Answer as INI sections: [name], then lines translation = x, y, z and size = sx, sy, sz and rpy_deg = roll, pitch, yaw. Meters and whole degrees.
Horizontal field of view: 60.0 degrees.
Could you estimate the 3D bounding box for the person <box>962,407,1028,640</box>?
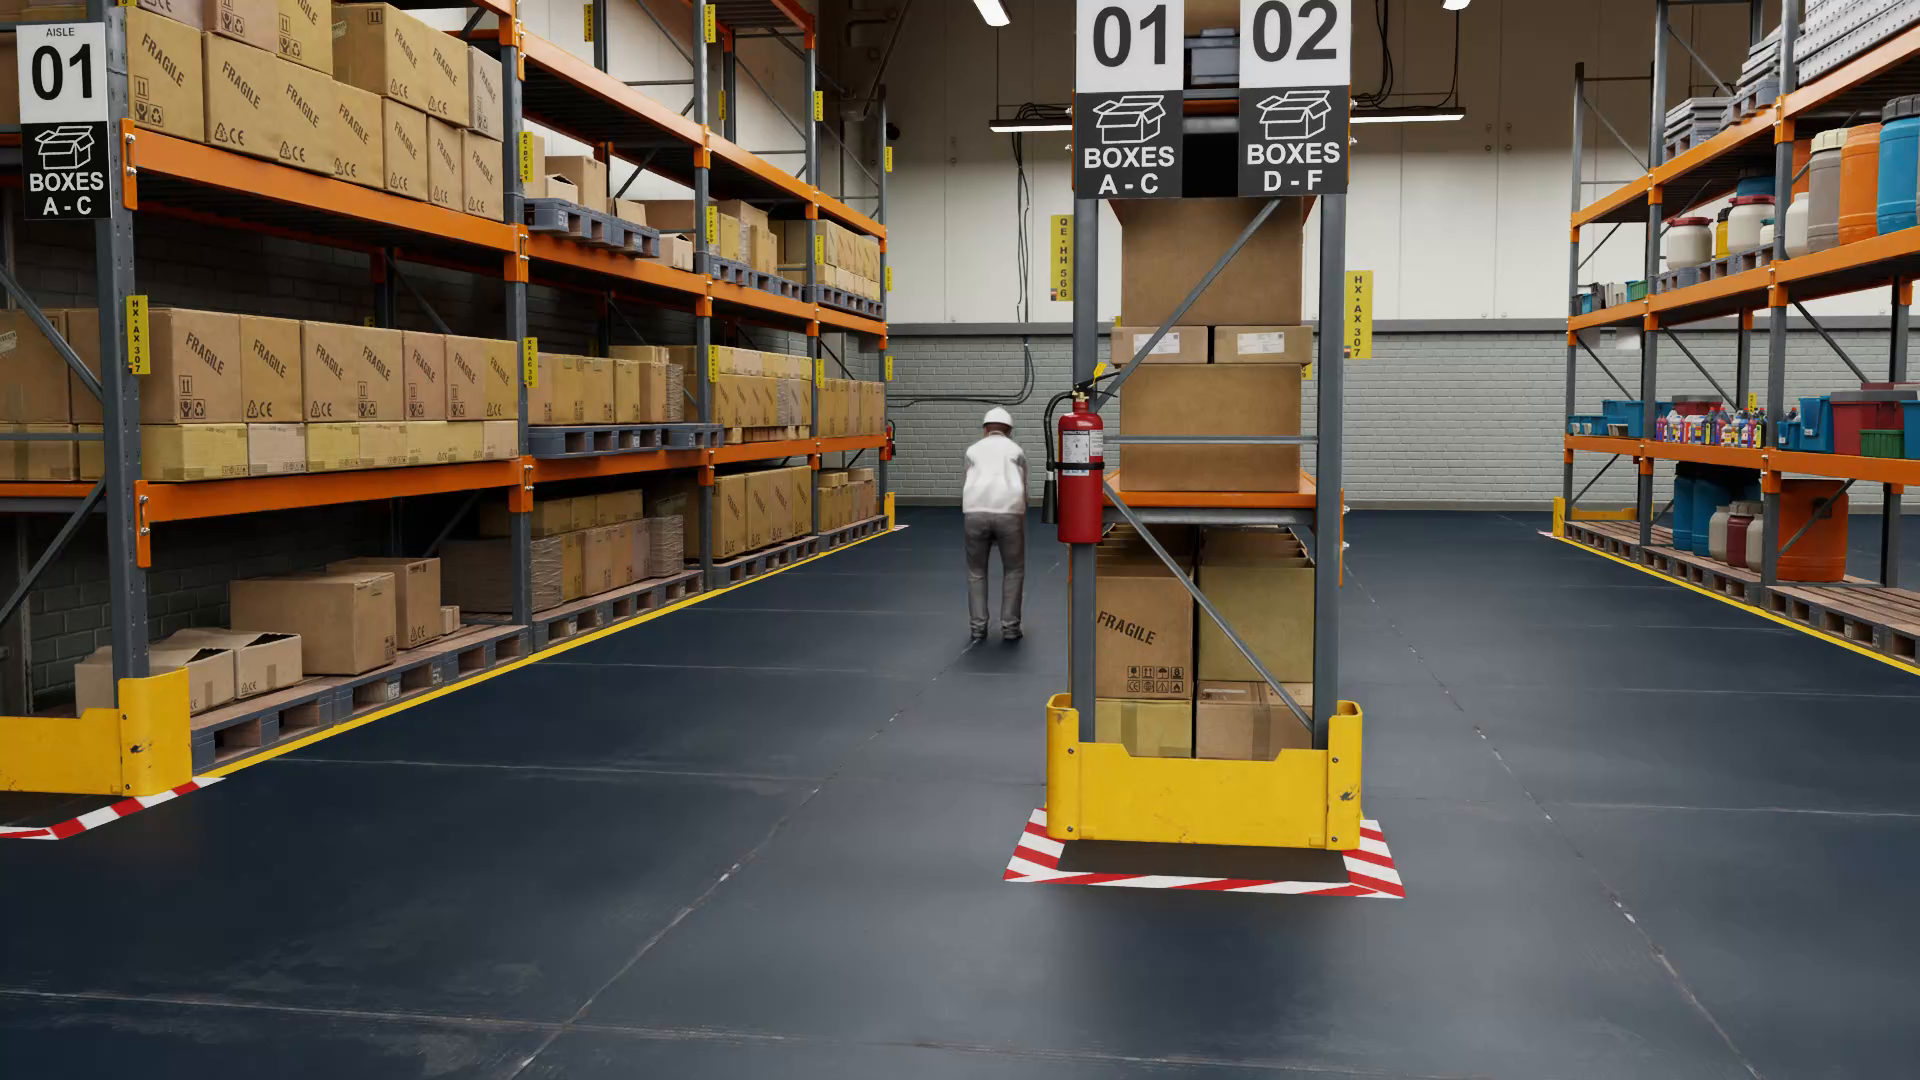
[person]
translation = 0.252, -0.132, 11.991
size = 0.471, 1.651, 0.736
rpy_deg = 1, 4, 8
